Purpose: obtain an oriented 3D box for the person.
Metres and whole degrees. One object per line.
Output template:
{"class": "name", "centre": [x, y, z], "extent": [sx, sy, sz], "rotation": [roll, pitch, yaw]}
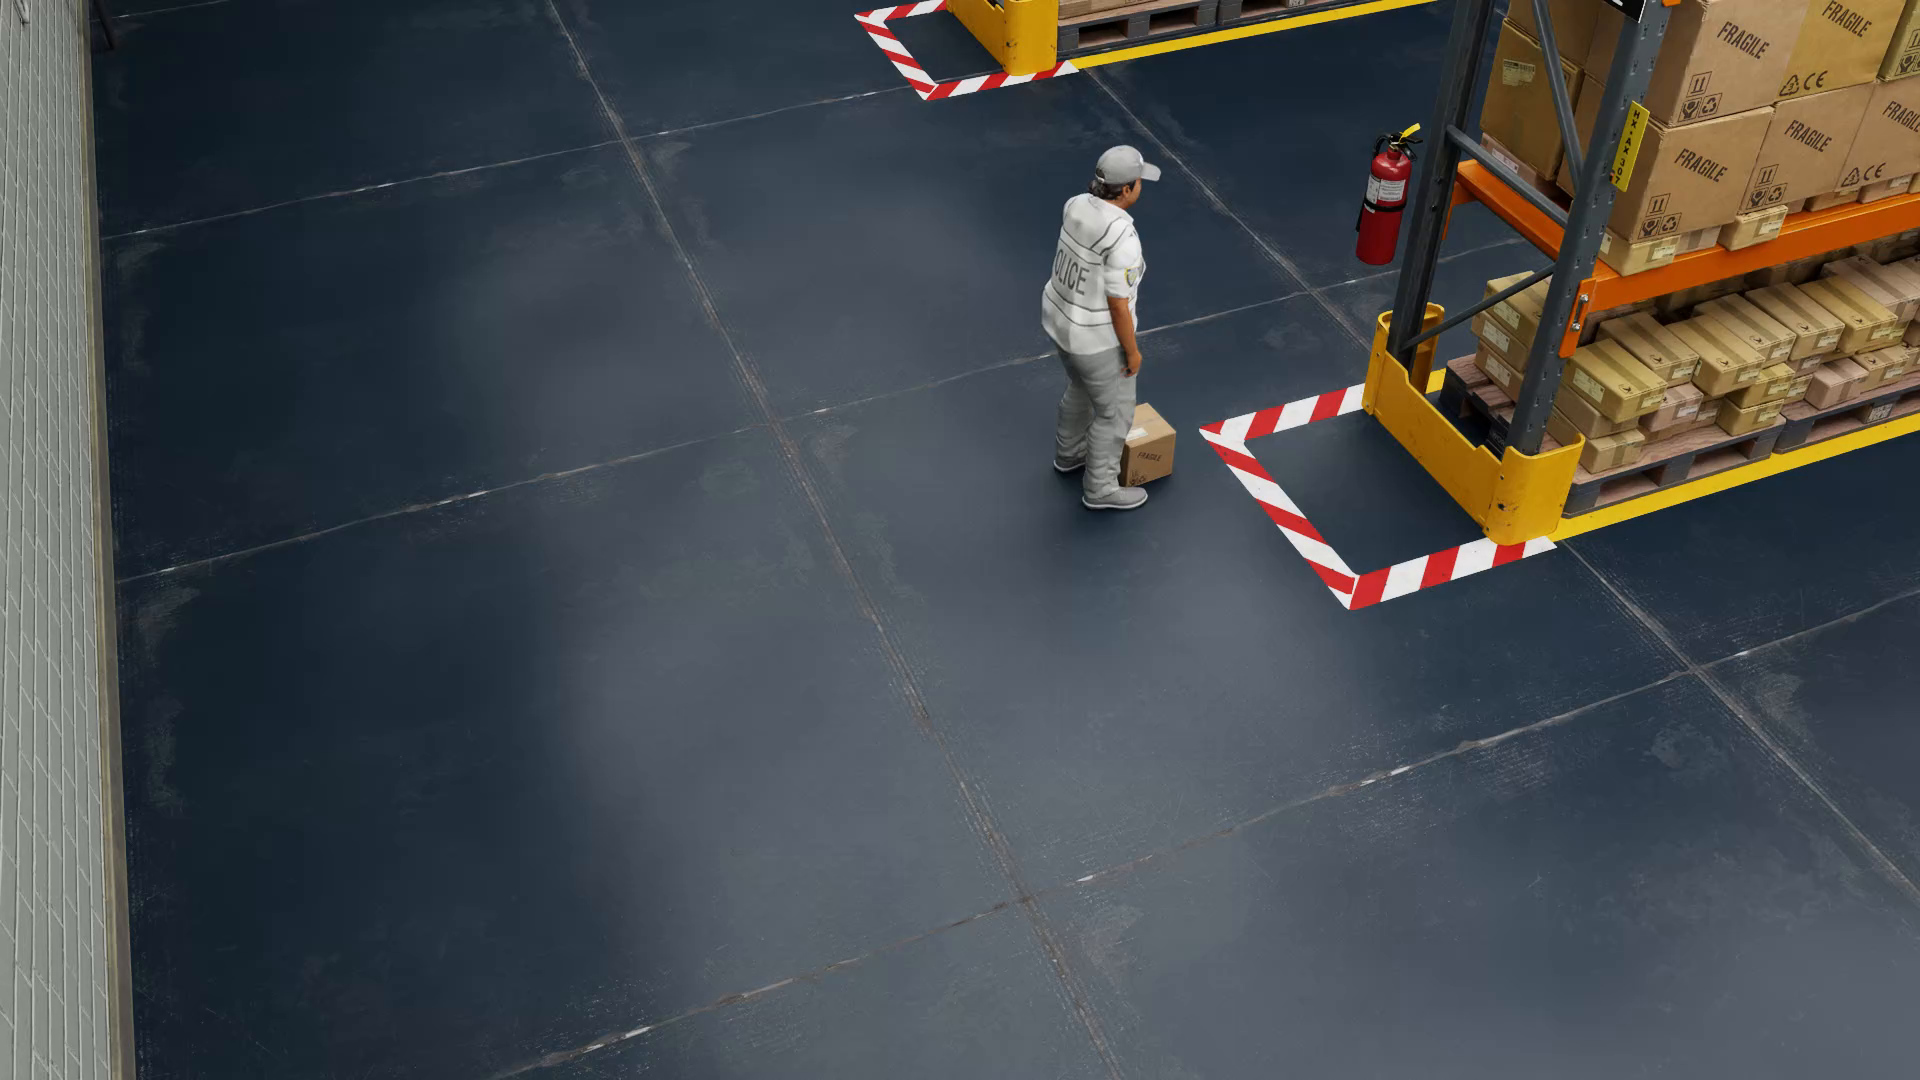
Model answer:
{"class": "person", "centre": [0.620, -0.911, 7.166], "extent": [0.451, 1.667, 0.564], "rotation": [-18, 45, -19]}
